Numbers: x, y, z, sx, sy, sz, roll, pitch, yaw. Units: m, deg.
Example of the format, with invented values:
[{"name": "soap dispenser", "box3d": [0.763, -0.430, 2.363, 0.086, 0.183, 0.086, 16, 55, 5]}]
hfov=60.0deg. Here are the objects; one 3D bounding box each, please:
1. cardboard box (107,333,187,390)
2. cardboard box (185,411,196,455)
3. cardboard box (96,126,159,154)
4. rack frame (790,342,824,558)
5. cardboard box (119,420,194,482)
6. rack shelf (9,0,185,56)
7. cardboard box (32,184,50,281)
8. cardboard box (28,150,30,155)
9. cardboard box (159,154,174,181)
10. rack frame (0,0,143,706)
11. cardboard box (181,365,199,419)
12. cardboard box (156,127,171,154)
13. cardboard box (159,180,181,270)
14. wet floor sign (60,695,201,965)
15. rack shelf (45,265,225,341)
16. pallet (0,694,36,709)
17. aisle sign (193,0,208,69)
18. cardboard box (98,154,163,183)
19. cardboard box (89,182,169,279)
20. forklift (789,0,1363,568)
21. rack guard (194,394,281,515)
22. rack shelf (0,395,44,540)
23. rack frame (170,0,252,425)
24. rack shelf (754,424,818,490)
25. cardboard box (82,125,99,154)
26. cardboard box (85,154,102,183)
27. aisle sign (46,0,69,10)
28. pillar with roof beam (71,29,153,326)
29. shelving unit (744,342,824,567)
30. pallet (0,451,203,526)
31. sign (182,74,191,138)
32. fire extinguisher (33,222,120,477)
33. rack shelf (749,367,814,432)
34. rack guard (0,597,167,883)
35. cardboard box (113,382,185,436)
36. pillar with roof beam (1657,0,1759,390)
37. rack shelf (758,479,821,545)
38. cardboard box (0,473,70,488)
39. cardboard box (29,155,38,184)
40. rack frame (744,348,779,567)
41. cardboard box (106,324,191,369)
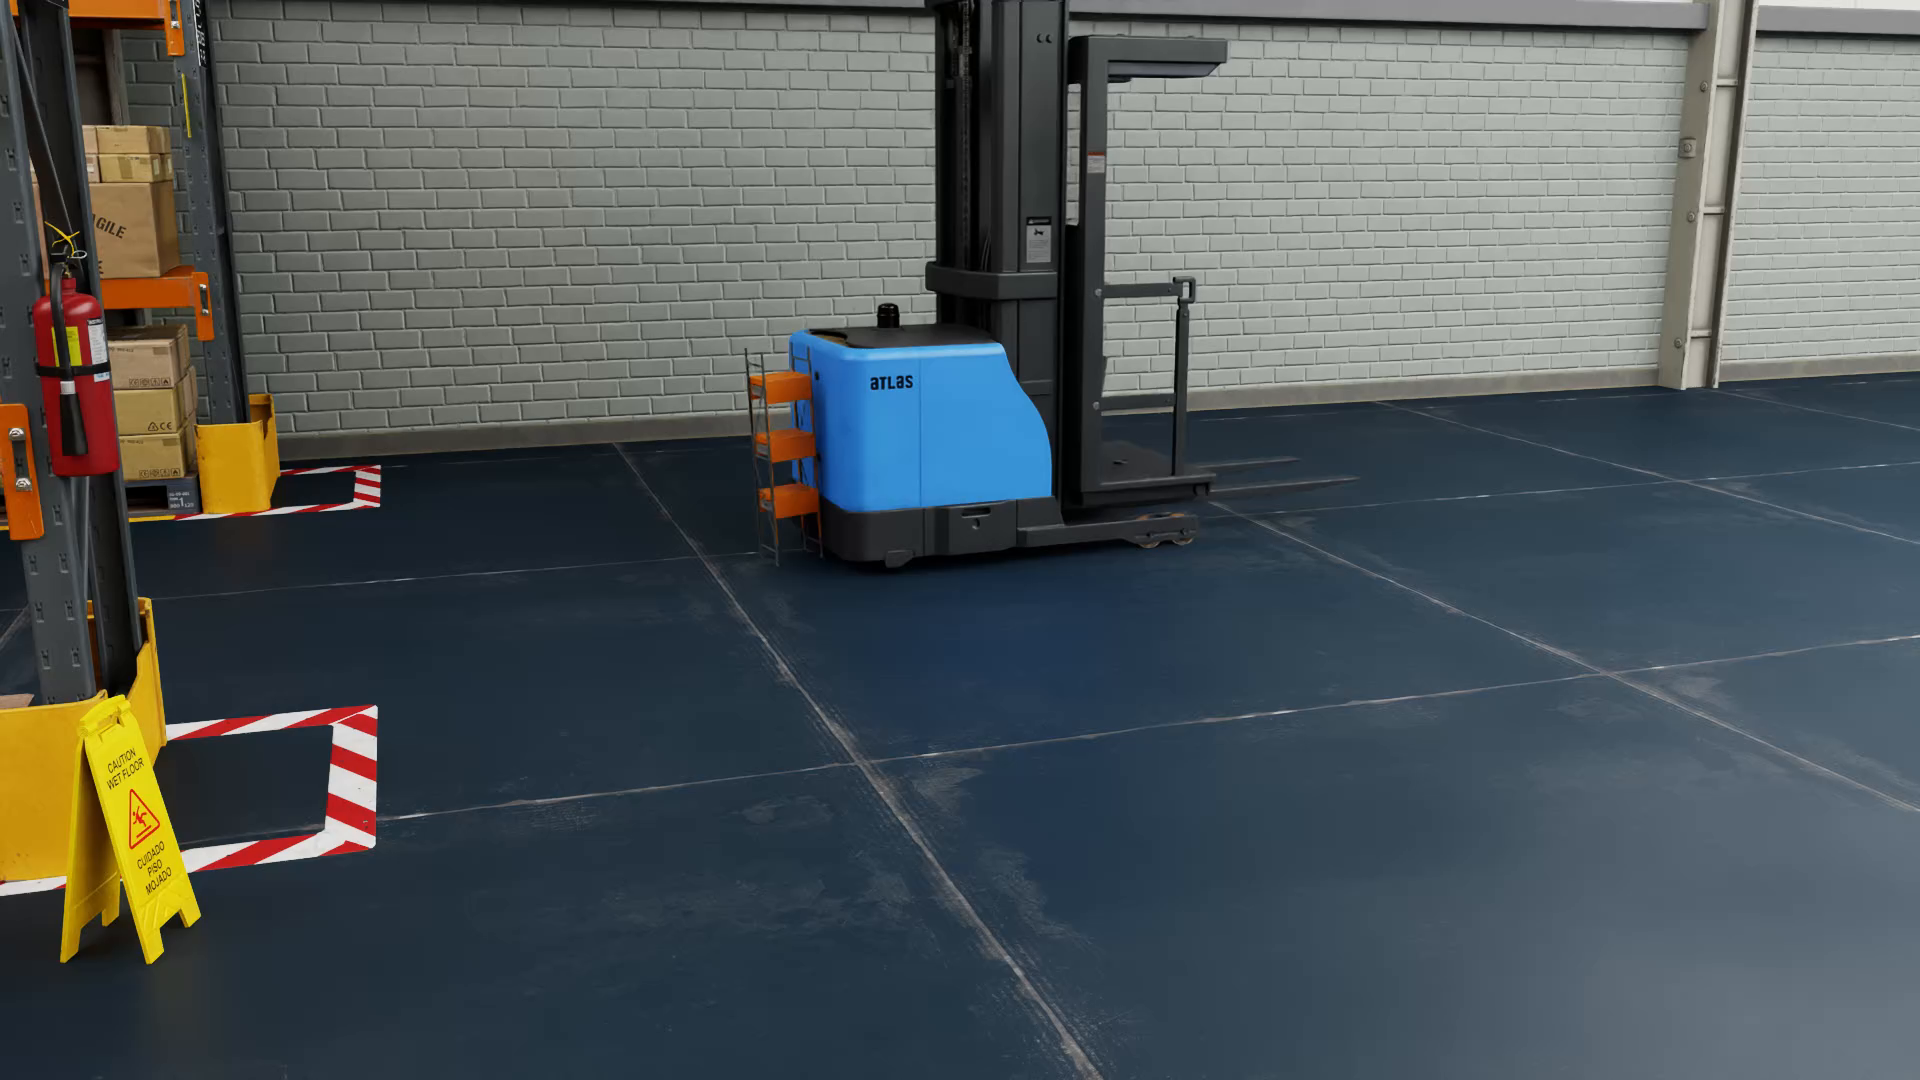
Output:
[{"name": "cardboard box", "box3d": [-4.584, -0.986, 9.179, 0.500, 0.250, 0.500, -4, 14, -16]}, {"name": "cardboard box", "box3d": [-4.775, -0.608, 9.753, 0.500, 0.250, 0.500, -4, 14, -18]}, {"name": "cardboard box", "box3d": [-4.520, -2.171, 9.029, 0.250, 0.149, 0.380, -4, 14, -18]}, {"name": "rack frame", "box3d": [-0.752, -0.439, 8.167, 0.008, 1.050, 0.200, -11, 17, -30]}, {"name": "cardboard box", "box3d": [-4.592, -0.498, 9.288, 0.500, 0.250, 0.500, -4, 14, -18]}, {"name": "rack shelf", "box3d": [-6.143, -2.697, 8.571, 4.000, 0.370, 1.077, -4, 14, -18]}, {"name": "cardboard box", "box3d": [-5.125, -1.654, 8.897, 0.500, 0.500, 0.500, -4, 14, -16]}, {"name": "cardboard box", "box3d": [-4.983, -2.121, 8.817, 0.250, 0.149, 0.380, -4, 14, -17]}, {"name": "cardboard box", "box3d": [-4.652, -2.131, 9.503, 0.250, 0.149, 0.380, -5, 14, -20]}, {"name": "rack frame", "box3d": [-2.661, -0.647, 4.880, 0.127, 3.000, 1.000, -4, 14, -18]}, {"name": "cardboard box", "box3d": [-4.759, -0.856, 9.713, 0.500, 0.250, 0.500, -4, 14, -17]}, {"name": "cardboard box", "box3d": [-4.634, -2.266, 9.427, 0.250, 0.149, 0.380, -5, 14, -19]}, {"name": "cardboard box", "box3d": [-4.806, -1.808, 9.546, 0.500, 0.500, 0.500, -4, 14, -16]}, {"name": "wet floor sign", "box3d": [-2.139, 0.719, 4.225, 0.232, 0.644, 0.267, 0, 13, 1]}, {"name": "rack shelf", "box3d": [-6.143, -1.238, 8.918, 4.000, 0.370, 1.077, -4, 14, -18]}, {"name": "pallet", "box3d": [-3.514, 0.768, 4.959, 1.213, 0.211, 1.003, -4, 14, -18]}, {"name": "aisle sign", "box3d": [-4.091, -2.940, 8.904, 0.004, 0.787, 0.394, -4, 14, -18]}, {"name": "cardboard box", "box3d": [-4.487, -2.012, 9.003, 0.250, 0.149, 0.380, -4, 14, -17]}, {"name": "cardboard box", "box3d": [-4.630, -1.690, 9.049, 0.500, 0.500, 0.500, -5, 14, -19]}, {"name": "forklift", "box3d": [0.680, -1.488, 8.565, 3.031, 2.935, 1.130, -5, 14, -21]}, {"name": "rack guard", "box3d": [-4.225, -0.521, 9.752, 0.348, 0.500, 1.175, -4, 14, -18]}, {"name": "rack shelf", "box3d": [-4.556, -0.149, 4.342, 4.000, 0.370, 1.077, -4, 14, -18]}, {"name": "rack frame", "box3d": [-4.247, -1.735, 9.455, 0.127, 3.000, 1.000, -4, 14, -18]}, {"name": "rack shelf", "box3d": [-0.855, -0.408, 8.109, 0.240, 0.259, 0.215, -11, 17, -30]}, {"name": "cardboard box", "box3d": [-4.744, -2.146, 8.924, 0.250, 0.149, 0.380, -4, 14, -18]}, {"name": "cardboard box", "box3d": [-4.719, -1.987, 8.896, 0.250, 0.149, 0.380, -4, 14, -17]}, {"name": "aisle sign", "box3d": [-2.701, -1.984, 4.884, 0.004, 0.787, 0.394, -4, 14, -18]}, {"name": "pillar with roof beam", "box3d": [-3.822, -3.856, 5.407, 0.400, 9.000, 9.100, -4, 14, -18]}, {"name": "shelving unit", "box3d": [-0.856, -0.418, 8.107, 0.252, 1.050, 0.215, -11, 17, -30]}, {"name": "pallet", "box3d": [-4.959, -0.313, 9.502, 1.213, 0.211, 1.003, -4, 14, -18]}, {"name": "sign", "box3d": [-4.088, -2.294, 8.789, 0.005, 0.325, 0.100, -4, 14, -18]}, {"name": "fire extinguisher", "box3d": [-2.405, -0.517, 4.499, 0.183, 0.674, 0.296, -4, 14, -18]}, {"name": "rack shelf", "box3d": [-0.867, -0.682, 8.036, 0.240, 0.259, 0.215, -11, 17, -30]}, {"name": "rack guard", "box3d": [-2.733, 0.575, 5.145, 0.348, 0.500, 1.175, -4, 14, -18]}, {"name": "cardboard box", "box3d": [-4.609, -0.740, 9.228, 0.500, 0.250, 0.500, -5, 14, -19]}, {"name": "pillar with roof beam", "box3d": [7.552, -4.741, 9.130, 0.400, 9.000, 9.100, -4, 14, -18]}, {"name": "rack shelf", "box3d": [-0.843, -0.140, 8.181, 0.240, 0.259, 0.215, -11, 17, -30]}, {"name": "cardboard box", "box3d": [-5.066, -0.463, 9.142, 0.500, 0.250, 0.500, -4, 14, -18]}, {"name": "cardboard box", "box3d": [-4.985, -1.981, 8.872, 0.250, 0.149, 0.380, -4, 14, -17]}, {"name": "rack frame", "box3d": [-0.960, -0.398, 8.046, 0.008, 1.050, 0.200, -11, 17, -30]}, {"name": "cardboard box", "box3d": [-4.763, -1.094, 9.635, 0.500, 0.250, 0.500, -5, 14, -19]}]
